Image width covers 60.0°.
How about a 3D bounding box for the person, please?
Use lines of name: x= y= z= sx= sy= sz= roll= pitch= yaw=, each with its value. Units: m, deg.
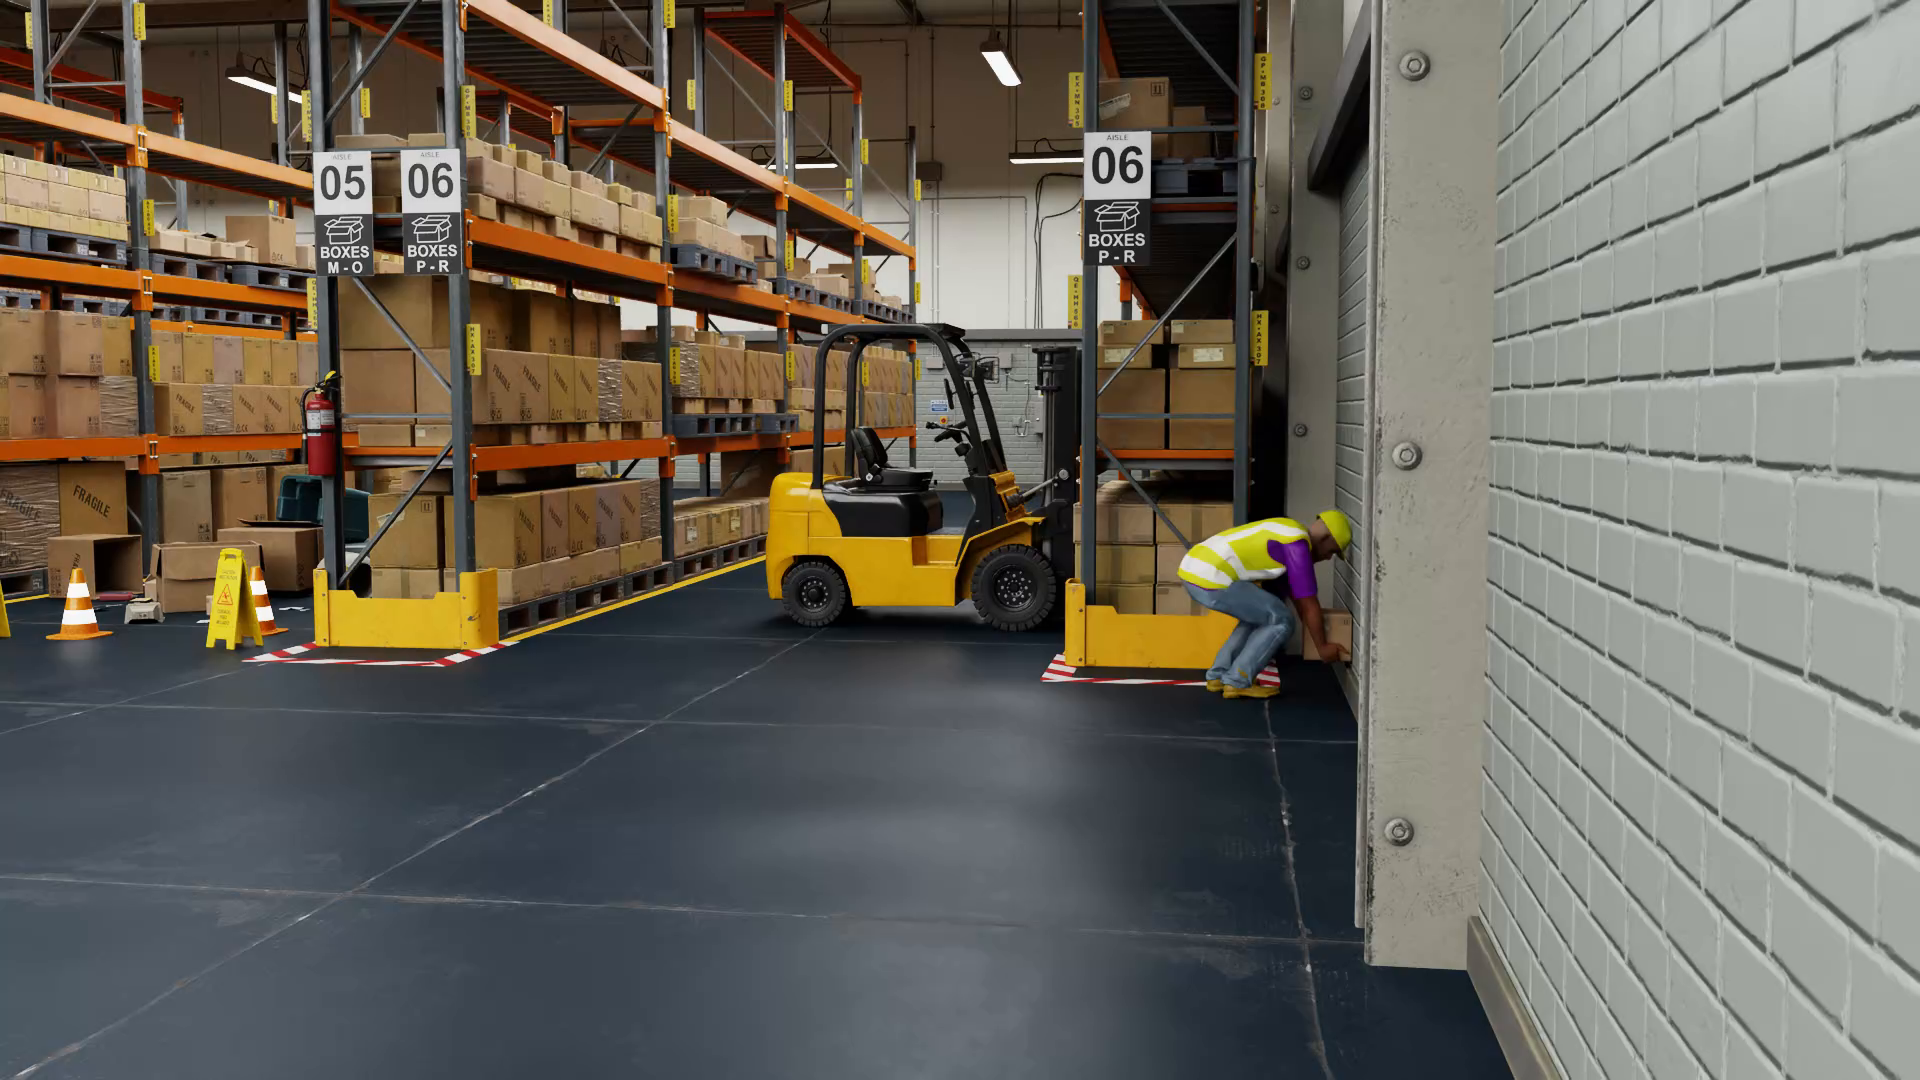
person: x=1.663 y=0.341 z=9.044 sx=0.951 sy=1.005 sz=0.523 roll=0 pitch=4 yaw=-5
